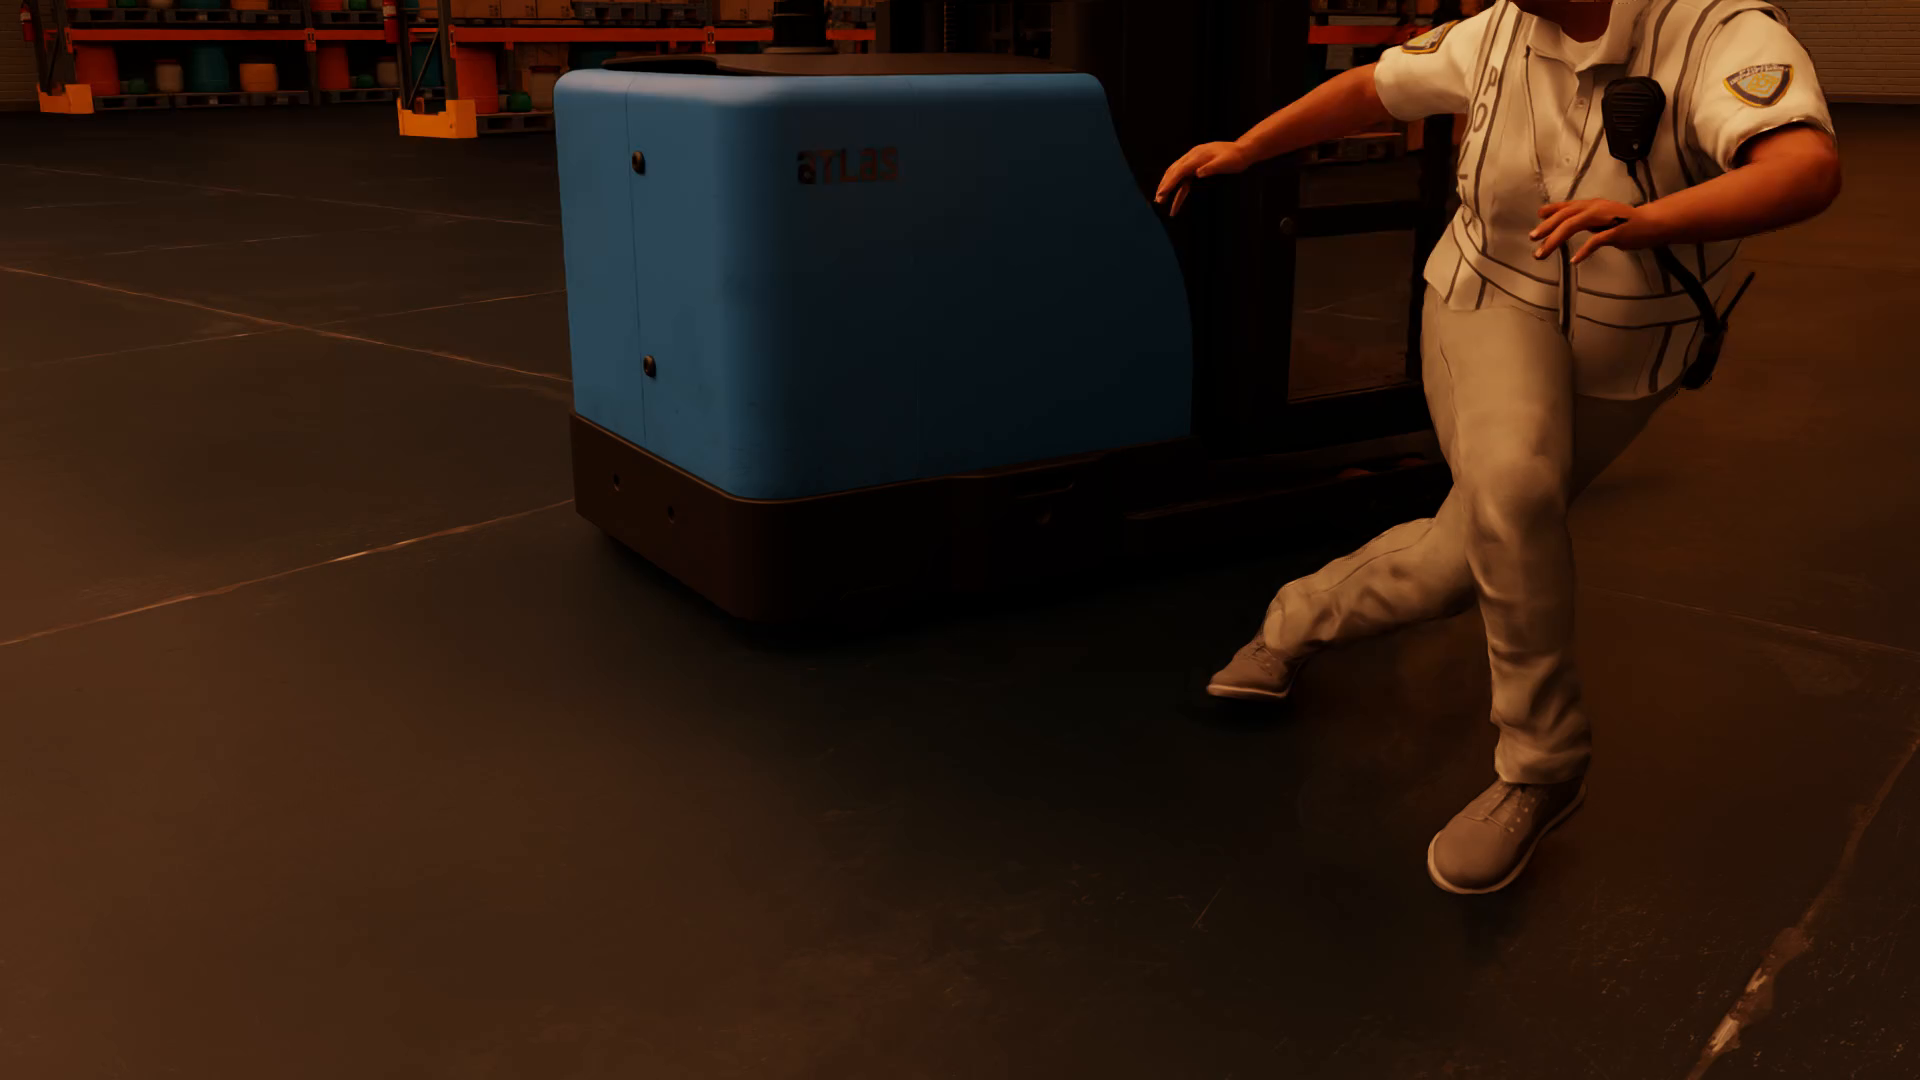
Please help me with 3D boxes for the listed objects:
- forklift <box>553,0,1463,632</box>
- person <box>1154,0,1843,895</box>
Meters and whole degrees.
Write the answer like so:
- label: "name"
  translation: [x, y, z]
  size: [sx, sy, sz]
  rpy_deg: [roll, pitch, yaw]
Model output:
- label: "forklift"
  translation: [0.610, -1.527, 3.925]
  size: [3.031, 2.935, 1.130]
  rpy_deg: [-10, 20, -31]
- label: "person"
  translation: [0.695, -0.265, 2.381]
  size: [0.899, 1.442, 0.981]
  rpy_deg: [6, 18, 20]
